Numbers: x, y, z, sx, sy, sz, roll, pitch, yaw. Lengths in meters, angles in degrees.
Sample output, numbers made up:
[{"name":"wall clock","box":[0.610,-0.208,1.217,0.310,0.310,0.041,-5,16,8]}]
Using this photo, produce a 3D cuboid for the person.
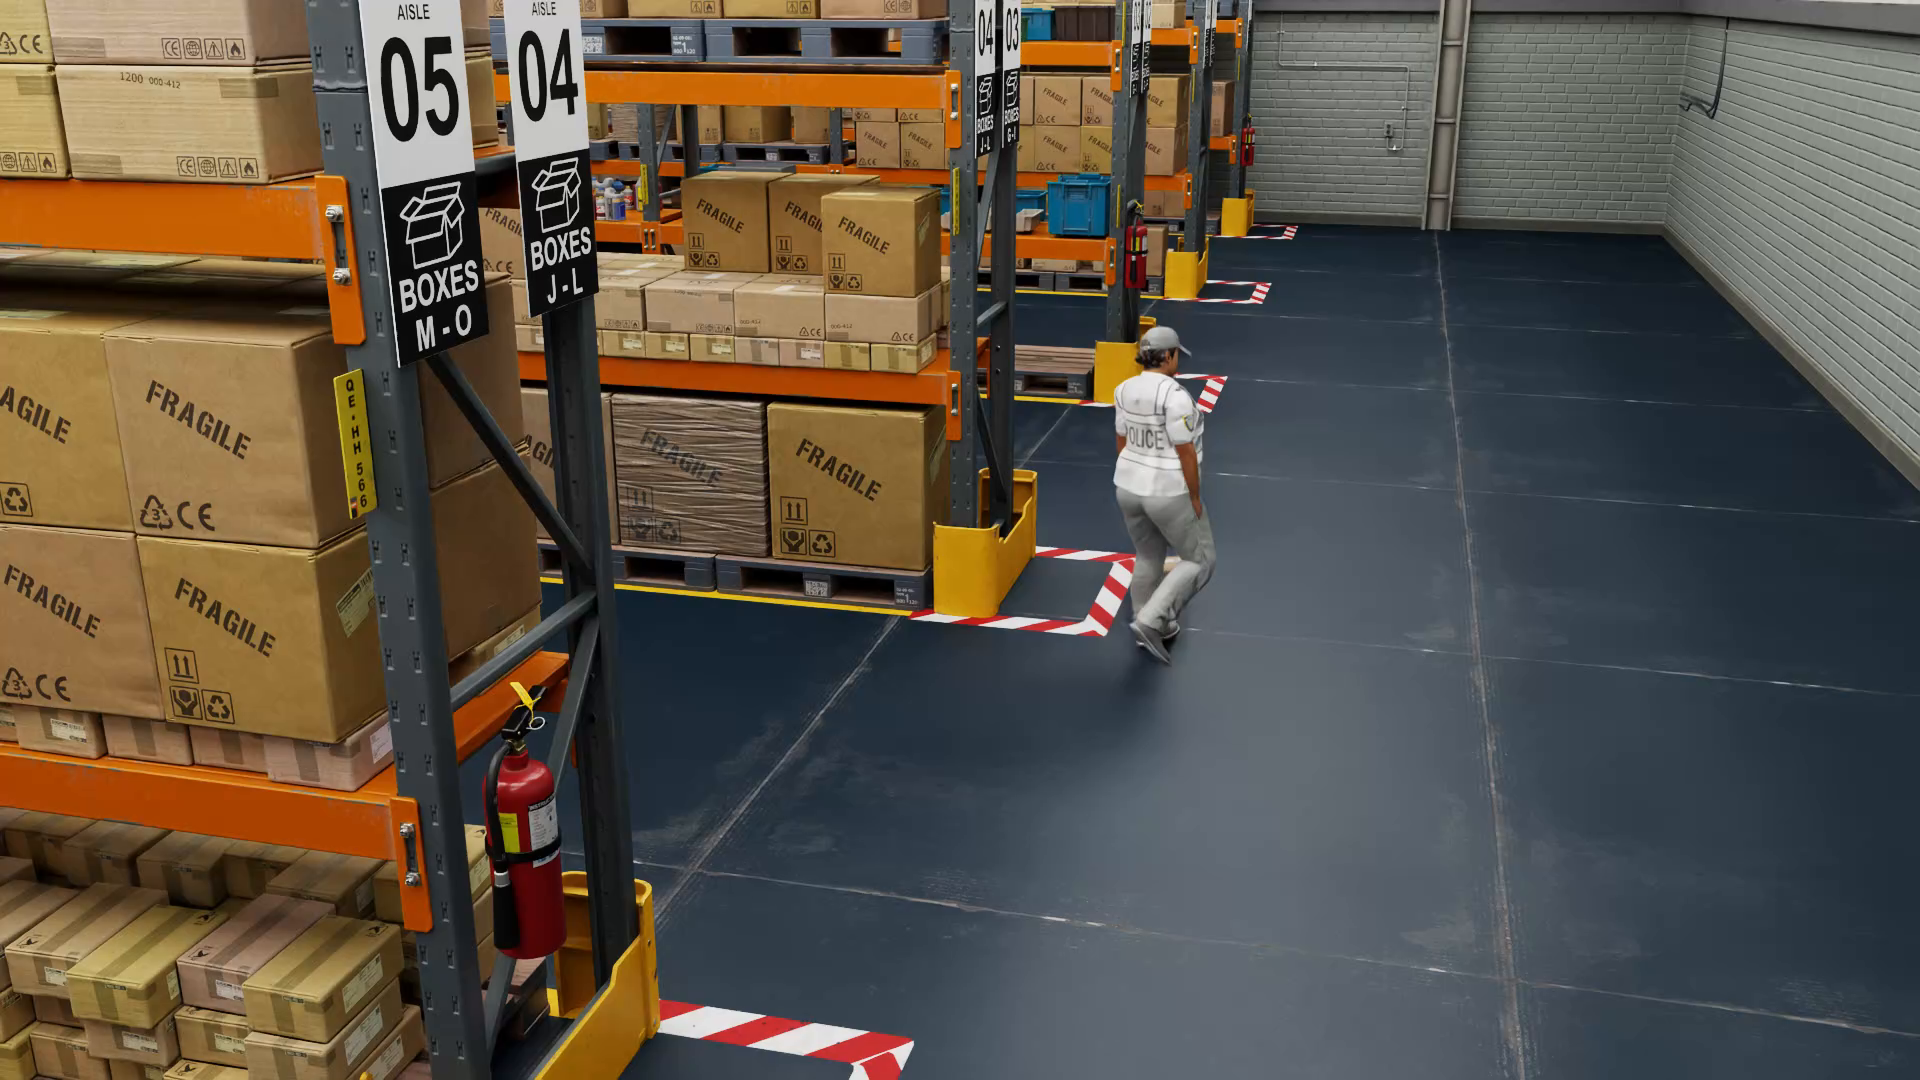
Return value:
[{"name":"person","box":[0.984,-0.225,8.198,0.516,1.660,0.516,-15,24,-38]}]
